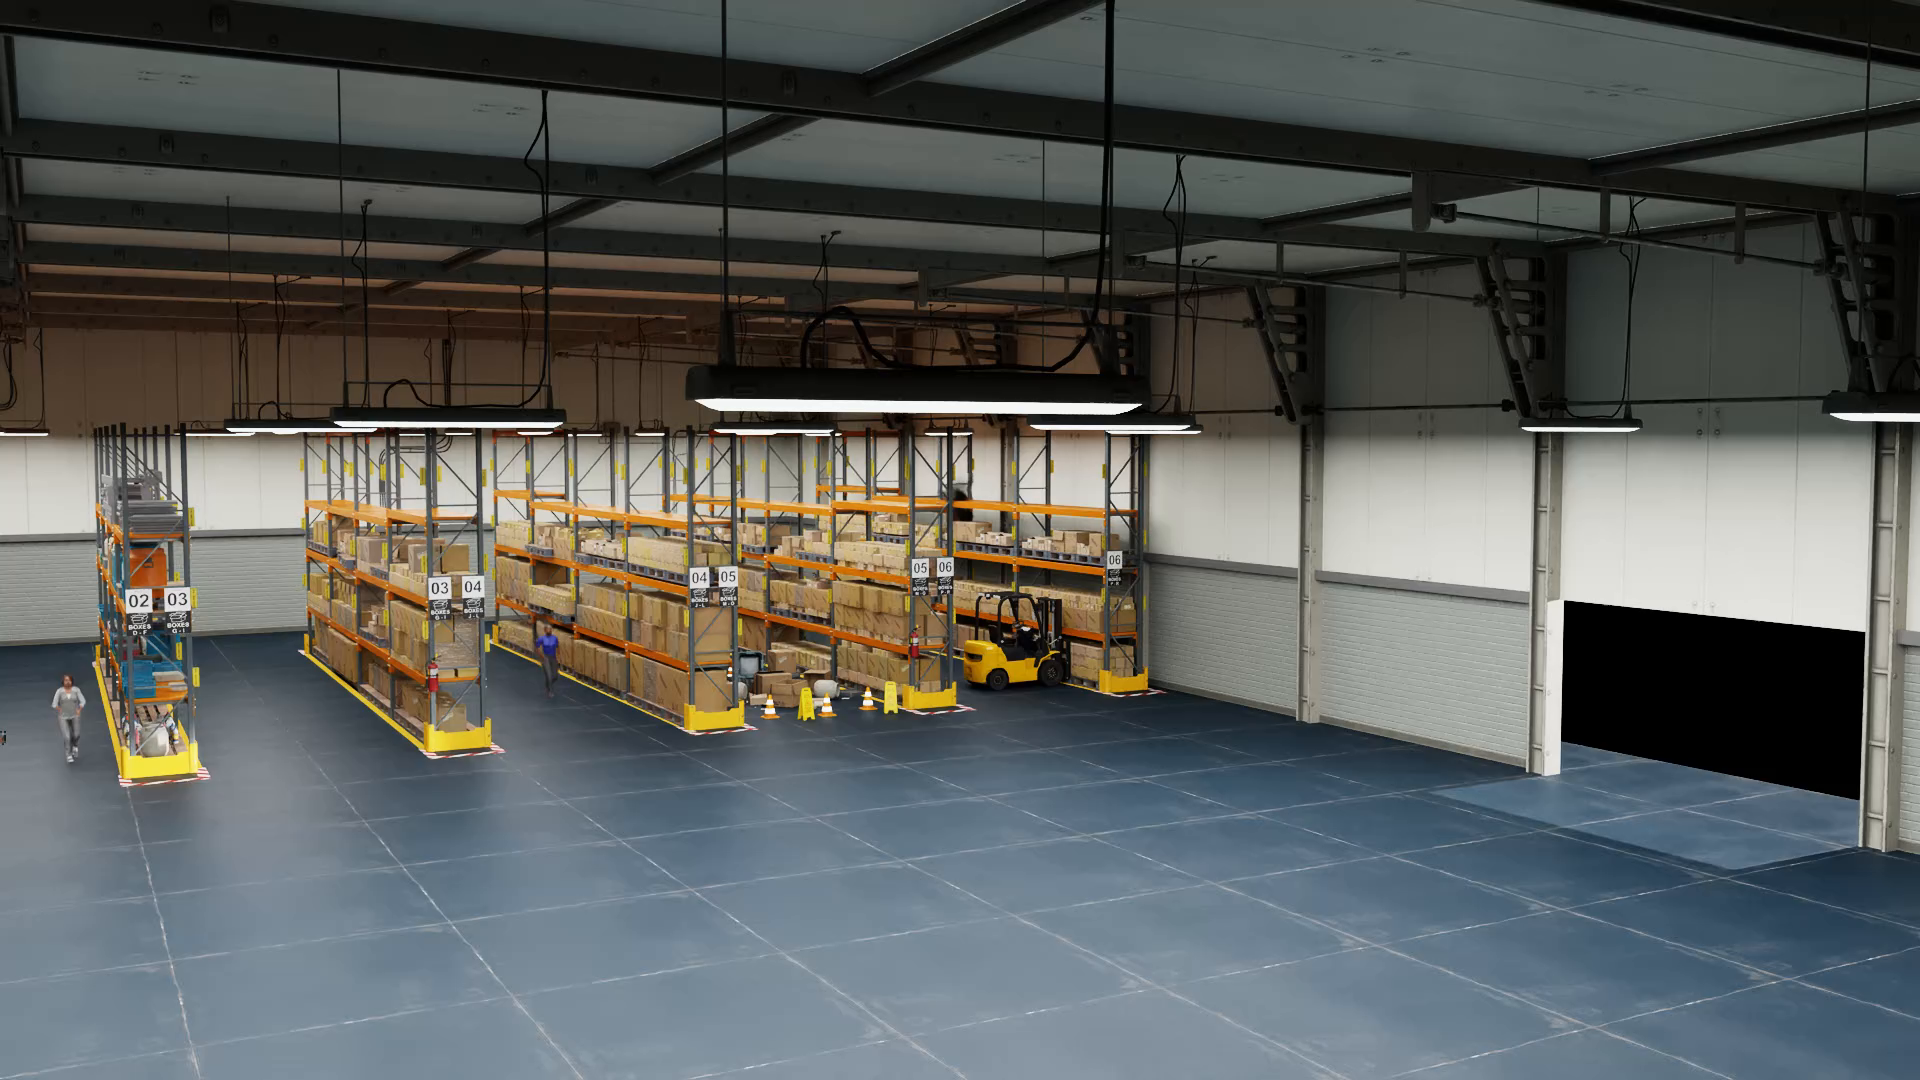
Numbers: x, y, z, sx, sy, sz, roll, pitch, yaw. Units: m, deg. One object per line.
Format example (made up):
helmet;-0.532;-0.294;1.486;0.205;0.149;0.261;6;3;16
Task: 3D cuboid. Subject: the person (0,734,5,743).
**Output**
person;-14.803;3.349;24.992;0.818;1.804;0.653;-1;4;-14

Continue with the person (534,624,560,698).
person;-9.155;2.678;36.919;0.587;1.626;0.570;-2;4;-35

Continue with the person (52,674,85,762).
person;-15.772;3.158;29.447;0.529;1.554;0.549;-2;4;-31
